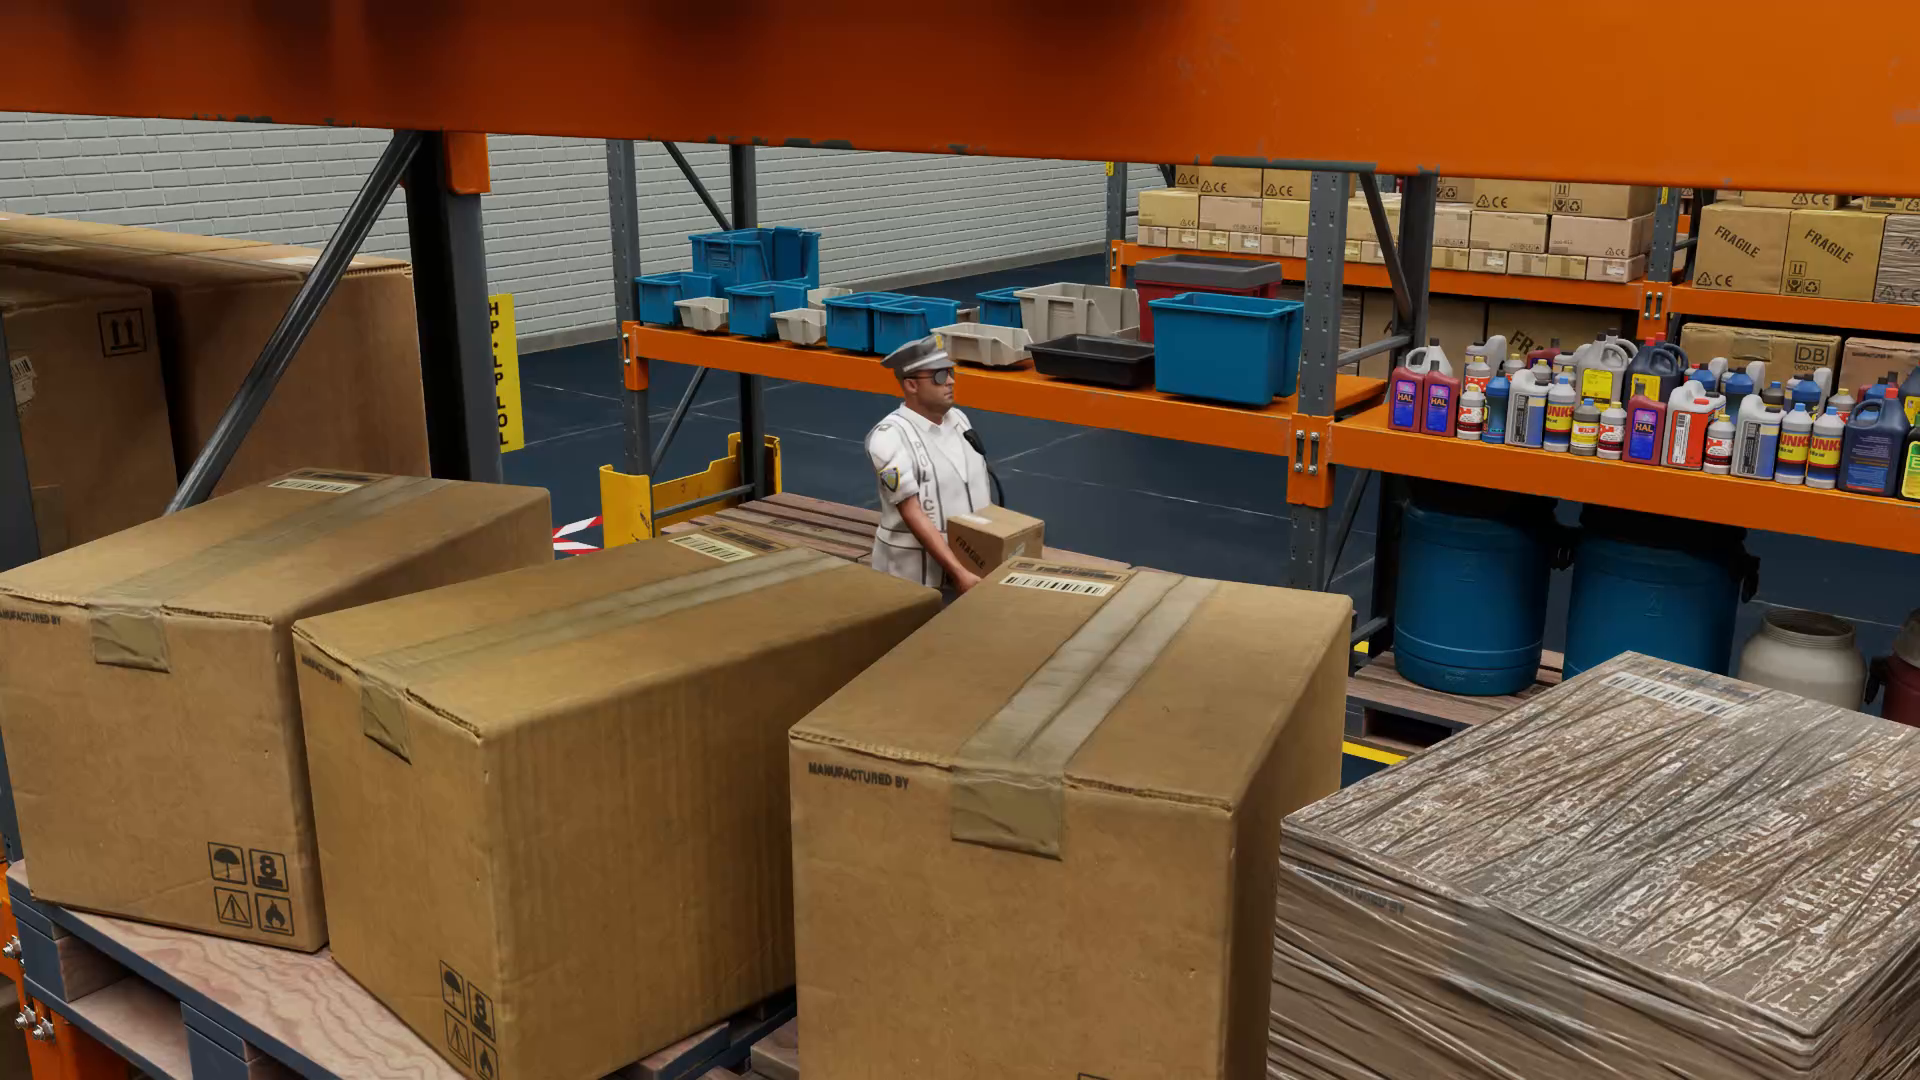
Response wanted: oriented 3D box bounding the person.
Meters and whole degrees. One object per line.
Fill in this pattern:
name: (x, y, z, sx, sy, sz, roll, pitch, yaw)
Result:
person: (-0.025, 0.137, 6.035, 0.573, 1.763, 0.493, 12, 20, 35)
